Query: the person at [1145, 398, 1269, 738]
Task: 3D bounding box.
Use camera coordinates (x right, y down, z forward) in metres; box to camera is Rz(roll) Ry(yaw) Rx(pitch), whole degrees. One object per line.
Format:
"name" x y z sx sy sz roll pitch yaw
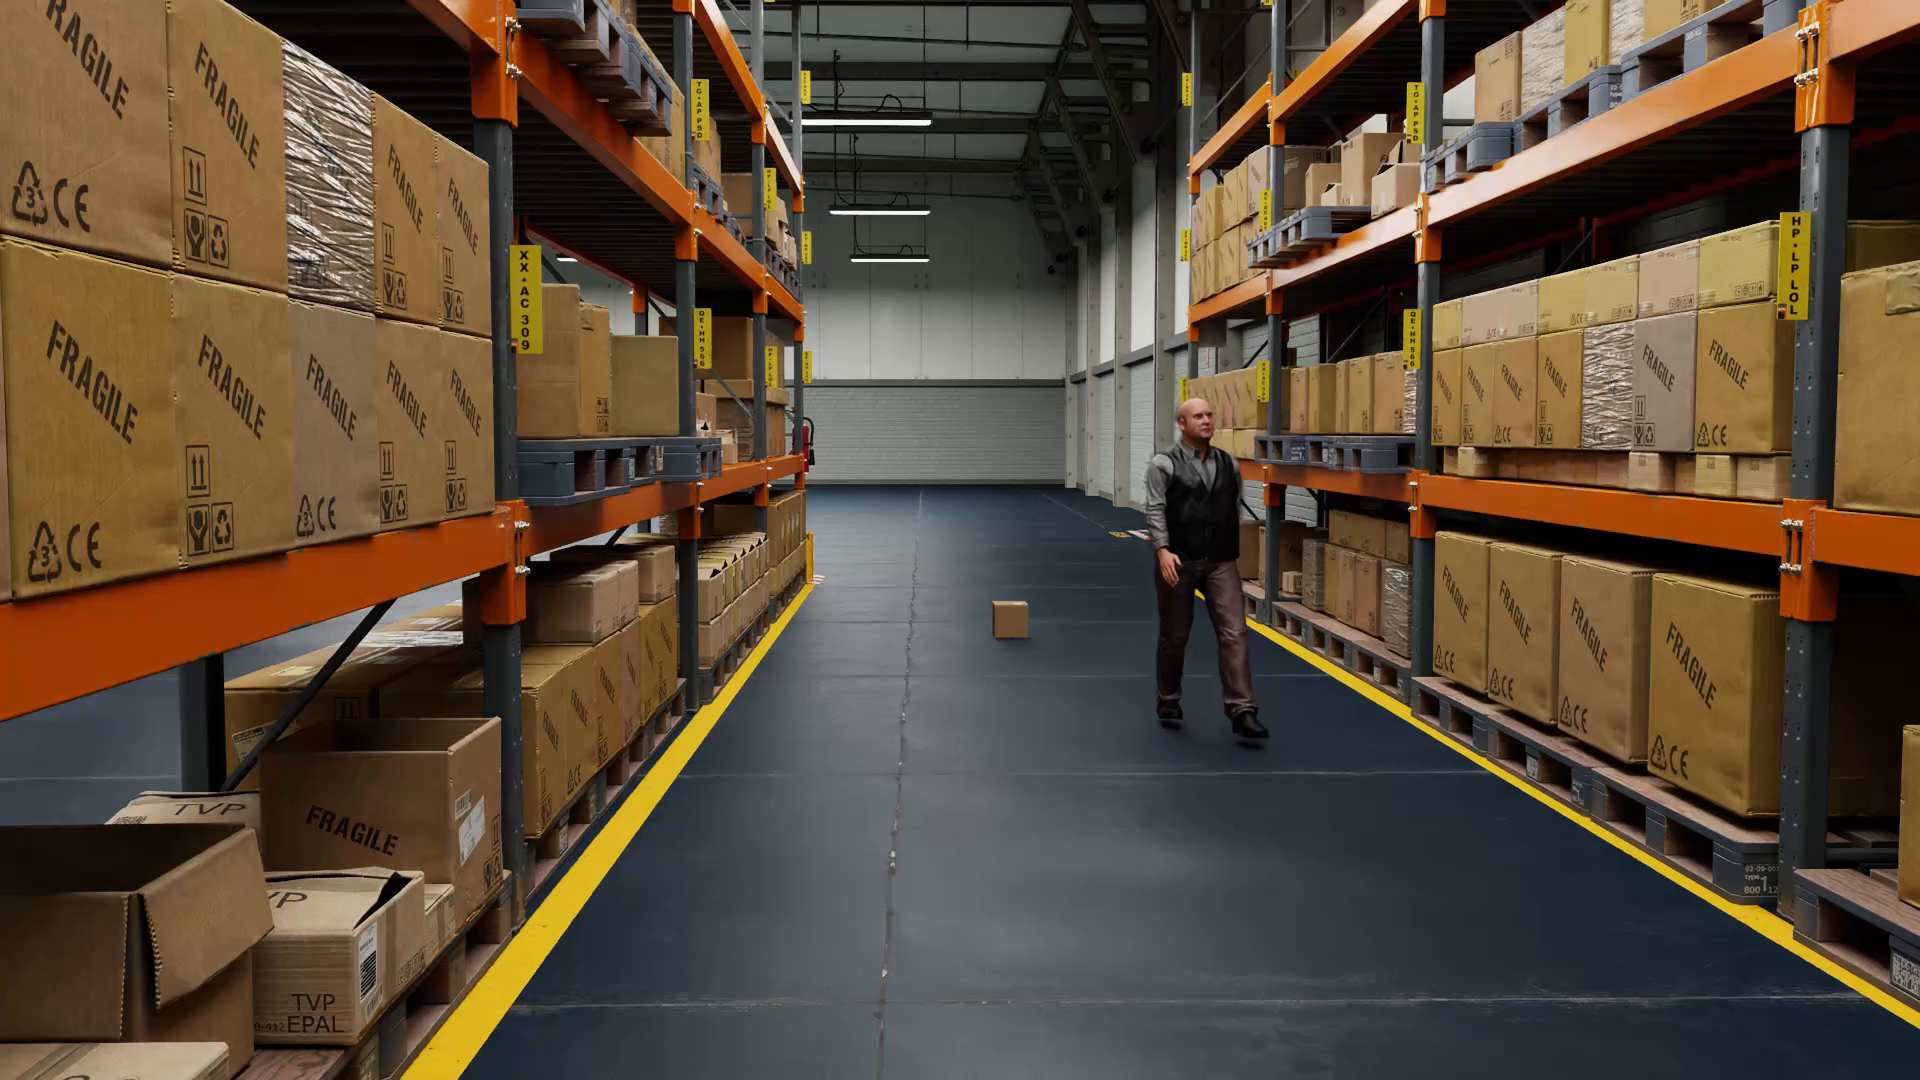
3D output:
"person" 1.216 0.120 8.374 0.551 1.671 0.967 -1 4 -11
